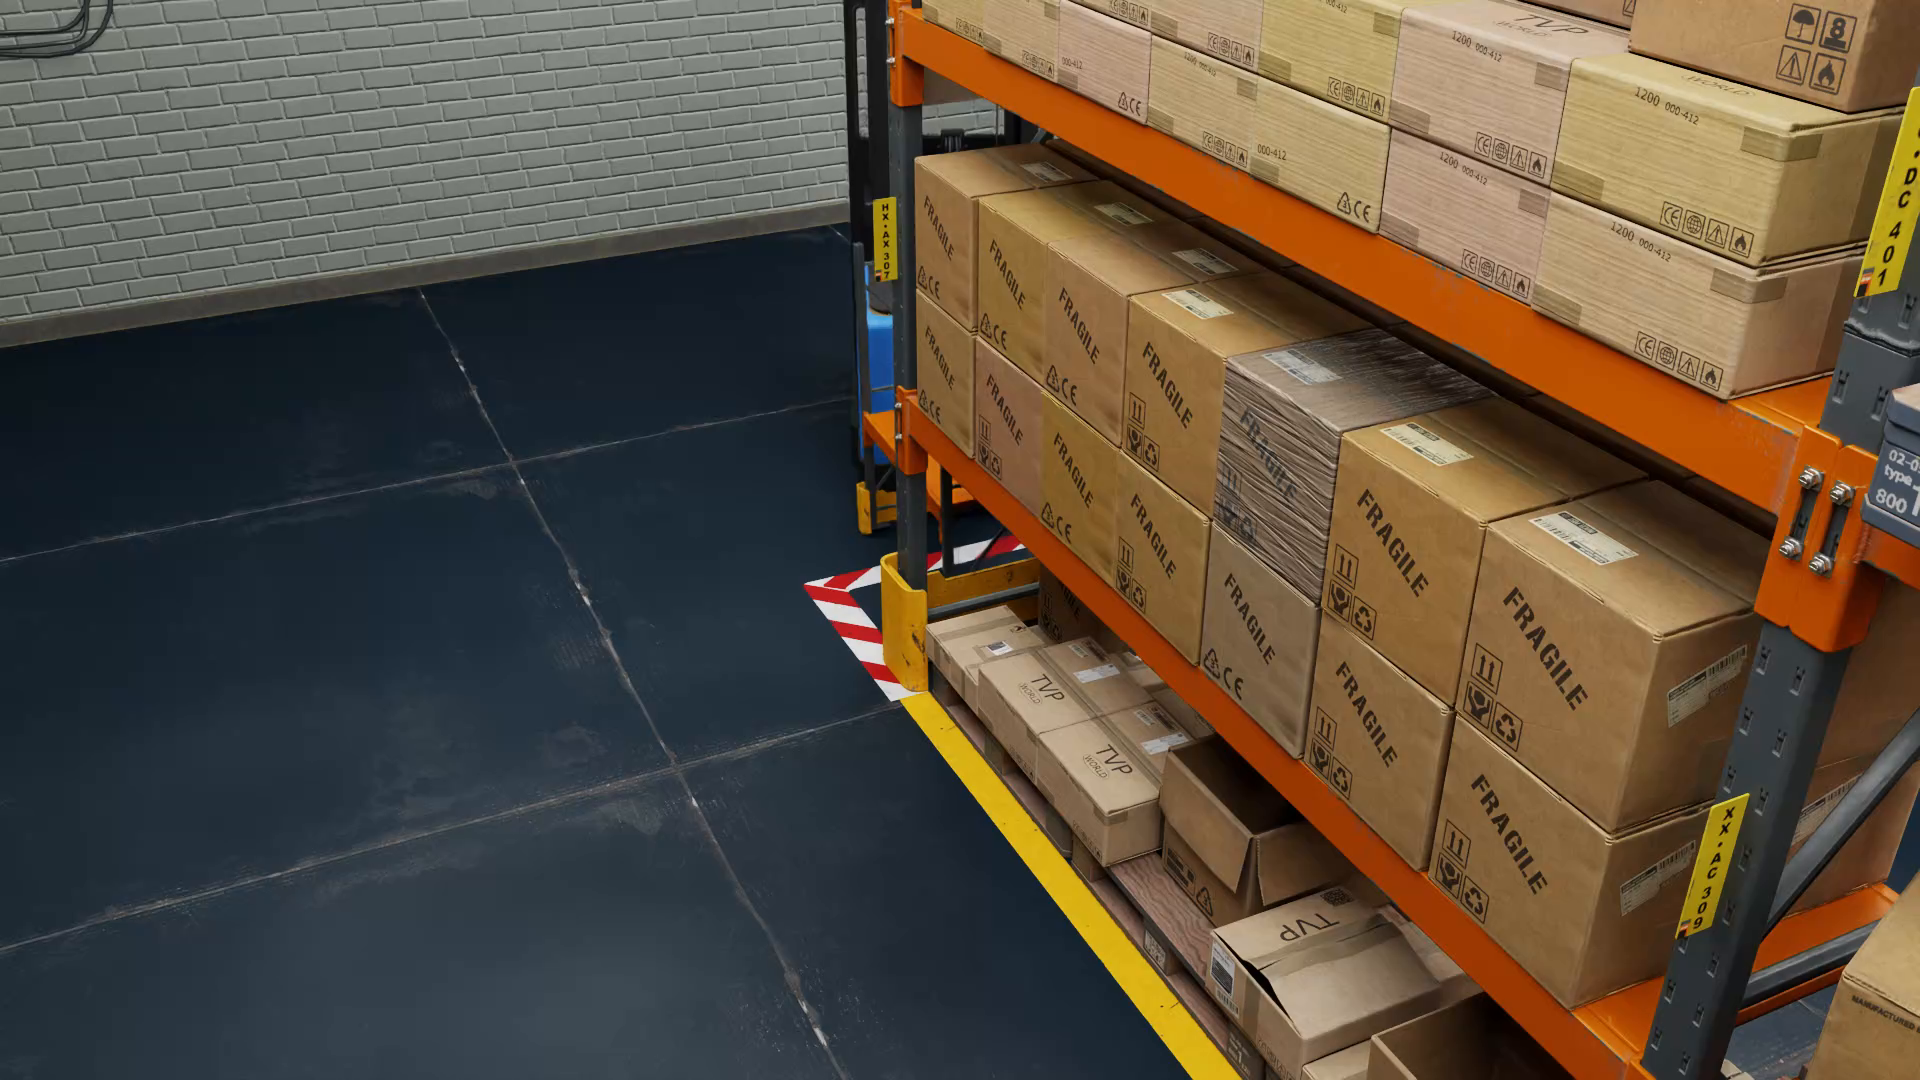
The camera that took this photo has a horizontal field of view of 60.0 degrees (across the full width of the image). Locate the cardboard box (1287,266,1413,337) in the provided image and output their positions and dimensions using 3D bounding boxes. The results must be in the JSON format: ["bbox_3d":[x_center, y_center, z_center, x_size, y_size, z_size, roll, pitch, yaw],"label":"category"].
[{"bbox_3d":[1.314,-0.543,5.027,0.500,0.500,0.500,-12,31,-20],"label":"cardboard box"}]

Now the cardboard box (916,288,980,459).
[{"bbox_3d":[0.162,-0.672,6.280,0.500,0.500,0.500,-12,32,-21],"label":"cardboard box"}]

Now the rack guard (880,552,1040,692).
[{"bbox_3d":[0.242,0.244,7.304,1.175,0.500,0.348,-13,32,-22],"label":"rack guard"}]

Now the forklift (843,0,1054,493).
[{"bbox_3d":[-0.064,-2.129,9.050,1.130,2.935,3.031,-2,29,-3],"label":"forklift"}]

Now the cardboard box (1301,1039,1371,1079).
[{"bbox_3d":[1.210,1.593,4.807,0.380,0.149,0.250,-13,32,-22],"label":"cardboard box"}]

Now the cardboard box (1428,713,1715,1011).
[{"bbox_3d":[1.480,0.676,3.875,0.500,0.500,0.500,-13,32,-21],"label":"cardboard box"}]

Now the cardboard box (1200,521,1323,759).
[{"bbox_3d":[1.035,0.223,4.684,0.500,0.500,0.500,-12,32,-21],"label":"cardboard box"}]

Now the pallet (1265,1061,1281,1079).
[{"bbox_3d":[1.632,1.800,4.825,1.003,0.211,1.213,-13,32,-22],"label":"pallet"}]

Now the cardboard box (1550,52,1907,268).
[{"bbox_3d":[1.472,-0.732,3.063,0.500,0.250,0.500,-13,32,-22],"label":"cardboard box"}]

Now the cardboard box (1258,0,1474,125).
[{"bbox_3d":[1.048,-1.175,3.853,0.500,0.250,0.500,-13,32,-22],"label":"cardboard box"}]

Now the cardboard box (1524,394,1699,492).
[{"bbox_3d":[1.756,-0.088,4.215,0.500,0.500,0.500,-14,32,-24],"label":"cardboard box"}]

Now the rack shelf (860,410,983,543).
[{"bbox_3d":[-0.039,-0.353,7.670,0.538,0.185,1.000,-13,33,-19],"label":"rack shelf"}]

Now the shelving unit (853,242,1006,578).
[{"bbox_3d":[-0.046,-0.511,7.584,0.587,1.500,1.083,-13,33,-19],"label":"shelving unit"}]

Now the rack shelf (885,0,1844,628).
[{"bbox_3d":[1.068,-0.991,4.619,1.077,0.370,4.000,-13,32,-22],"label":"rack shelf"}]

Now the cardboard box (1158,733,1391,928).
[{"bbox_3d":[1.115,0.955,5.582,0.797,0.503,0.637,-13,32,-22],"label":"cardboard box"}]

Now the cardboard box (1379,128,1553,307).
[{"bbox_3d":[1.272,-0.738,3.586,0.500,0.250,0.500,-13,32,-22],"label":"cardboard box"}]

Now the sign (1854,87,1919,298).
[{"bbox_3d":[1.440,-0.530,2.532,0.100,0.325,0.005,-13,32,-22],"label":"sign"}]

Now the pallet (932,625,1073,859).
[{"bbox_3d":[0.585,0.722,6.747,1.003,0.211,1.213,-13,32,-22],"label":"pallet"}]

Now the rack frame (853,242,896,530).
[{"bbox_3d":[-0.237,-0.748,7.980,0.500,1.500,0.032,-13,33,-19],"label":"rack frame"}]

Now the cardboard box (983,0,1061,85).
[{"bbox_3d":[0.403,-1.619,5.157,0.500,0.250,0.500,-13,32,-22],"label":"cardboard box"}]

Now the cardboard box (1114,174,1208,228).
[{"bbox_3d":[0.866,-0.998,5.838,0.500,0.500,0.500,-12,32,-21],"label":"cardboard box"}]

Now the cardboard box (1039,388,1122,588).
[{"bbox_3d":[0.601,-0.223,5.479,0.500,0.500,0.500,-13,32,-22],"label":"cardboard box"}]

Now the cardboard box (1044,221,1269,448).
[{"bbox_3d":[0.603,-0.657,5.230,0.500,0.500,0.500,-13,32,-21],"label":"cardboard box"}]

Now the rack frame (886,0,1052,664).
[{"bbox_3d":[0.209,-0.880,6.752,1.000,3.000,0.127,-13,32,-22],"label":"rack frame"}]

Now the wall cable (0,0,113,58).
[{"bbox_3d":[-6.368,-3.674,8.776,3.097,2.526,0.112,-13,32,-22],"label":"wall cable"}]

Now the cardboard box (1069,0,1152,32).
[{"bbox_3d":[0.623,-1.617,4.643,0.500,0.250,0.500,-13,32,-22],"label":"cardboard box"}]

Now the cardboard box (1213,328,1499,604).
[{"bbox_3d":[1.037,-0.210,4.433,0.500,0.500,0.500,-13,32,-22],"label":"cardboard box"}]

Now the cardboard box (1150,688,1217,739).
[{"bbox_3d":[1.046,0.742,6.222,0.500,0.250,0.500,-13,32,-22],"label":"cardboard box"}]

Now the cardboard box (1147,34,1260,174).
[{"bbox_3d":[0.840,-1.179,4.372,0.500,0.250,0.500,-13,32,-22],"label":"cardboard box"}]

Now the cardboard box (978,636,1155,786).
[{"bbox_3d":[0.401,0.648,6.389,0.500,0.250,0.500,-13,32,-22],"label":"cardboard box"}]

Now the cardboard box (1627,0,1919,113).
[{"bbox_3d":[1.683,-1.108,2.967,0.700,0.500,0.500,-13,32,-22],"label":"cardboard box"}]

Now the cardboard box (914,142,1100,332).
[{"bbox_3d":[0.162,-1.108,6.035,0.500,0.500,0.500,-12,31,-20],"label":"cardboard box"}]

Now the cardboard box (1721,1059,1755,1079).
[{"bbox_3d":[1.942,1.637,4.563,0.500,0.311,0.500,-13,32,-22],"label":"cardboard box"}]

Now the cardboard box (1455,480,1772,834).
[{"bbox_3d":[1.476,0.238,3.634,0.500,0.500,0.500,-13,32,-22],"label":"cardboard box"}]

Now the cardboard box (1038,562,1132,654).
[{"bbox_3d":[0.665,0.207,6.920,0.500,0.500,0.500,-13,32,-22],"label":"cardboard box"}]

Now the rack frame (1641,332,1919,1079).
[{"bbox_3d":[1.926,0.887,3.601,1.000,3.000,0.127,-13,32,-22],"label":"rack frame"}]

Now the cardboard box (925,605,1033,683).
[{"bbox_3d":[0.079,0.429,6.884,0.380,0.149,0.250,-13,32,-22],"label":"cardboard box"}]
